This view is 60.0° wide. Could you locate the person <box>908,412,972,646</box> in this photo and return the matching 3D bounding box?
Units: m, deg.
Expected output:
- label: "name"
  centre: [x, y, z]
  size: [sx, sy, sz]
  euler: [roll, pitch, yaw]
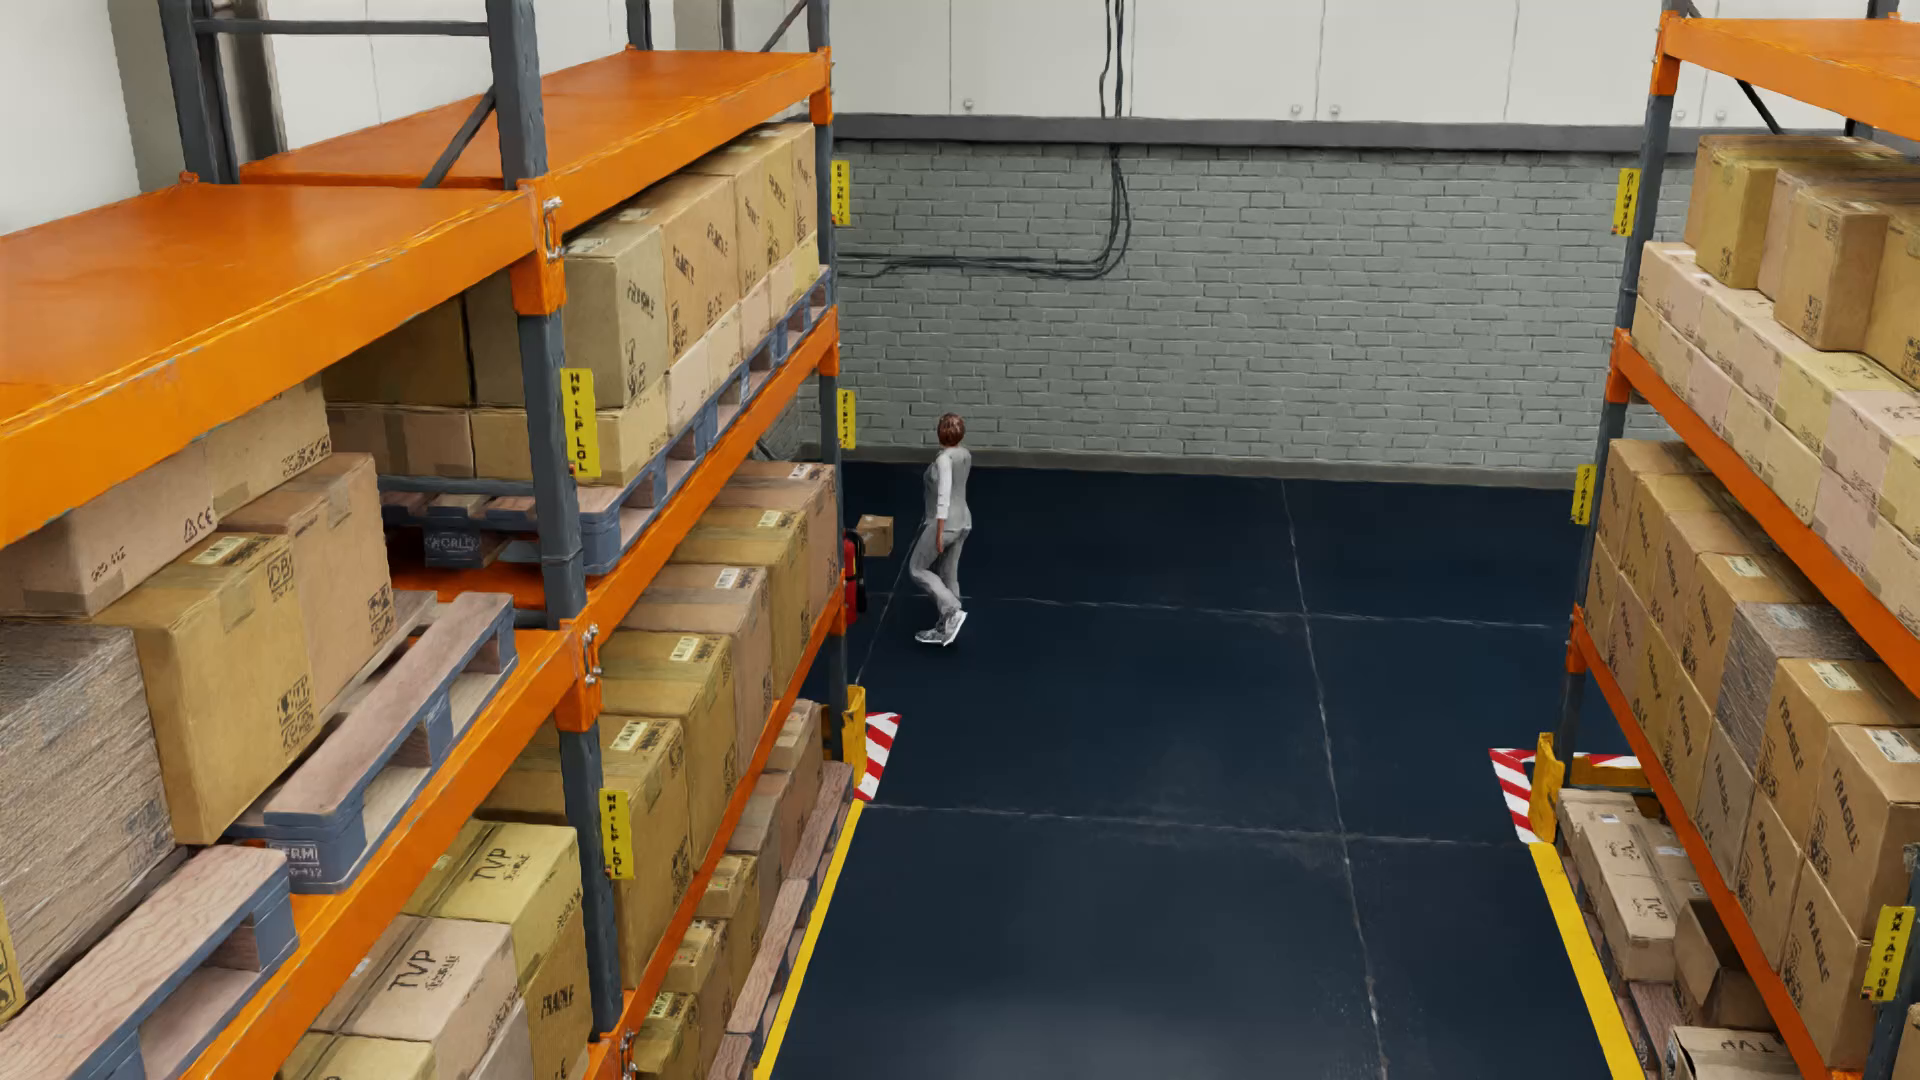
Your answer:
- label: "person"
  centre: [-0.092, -0.056, 11.236]
  size: [0.450, 1.562, 0.613]
  euler: [10, 23, 23]
